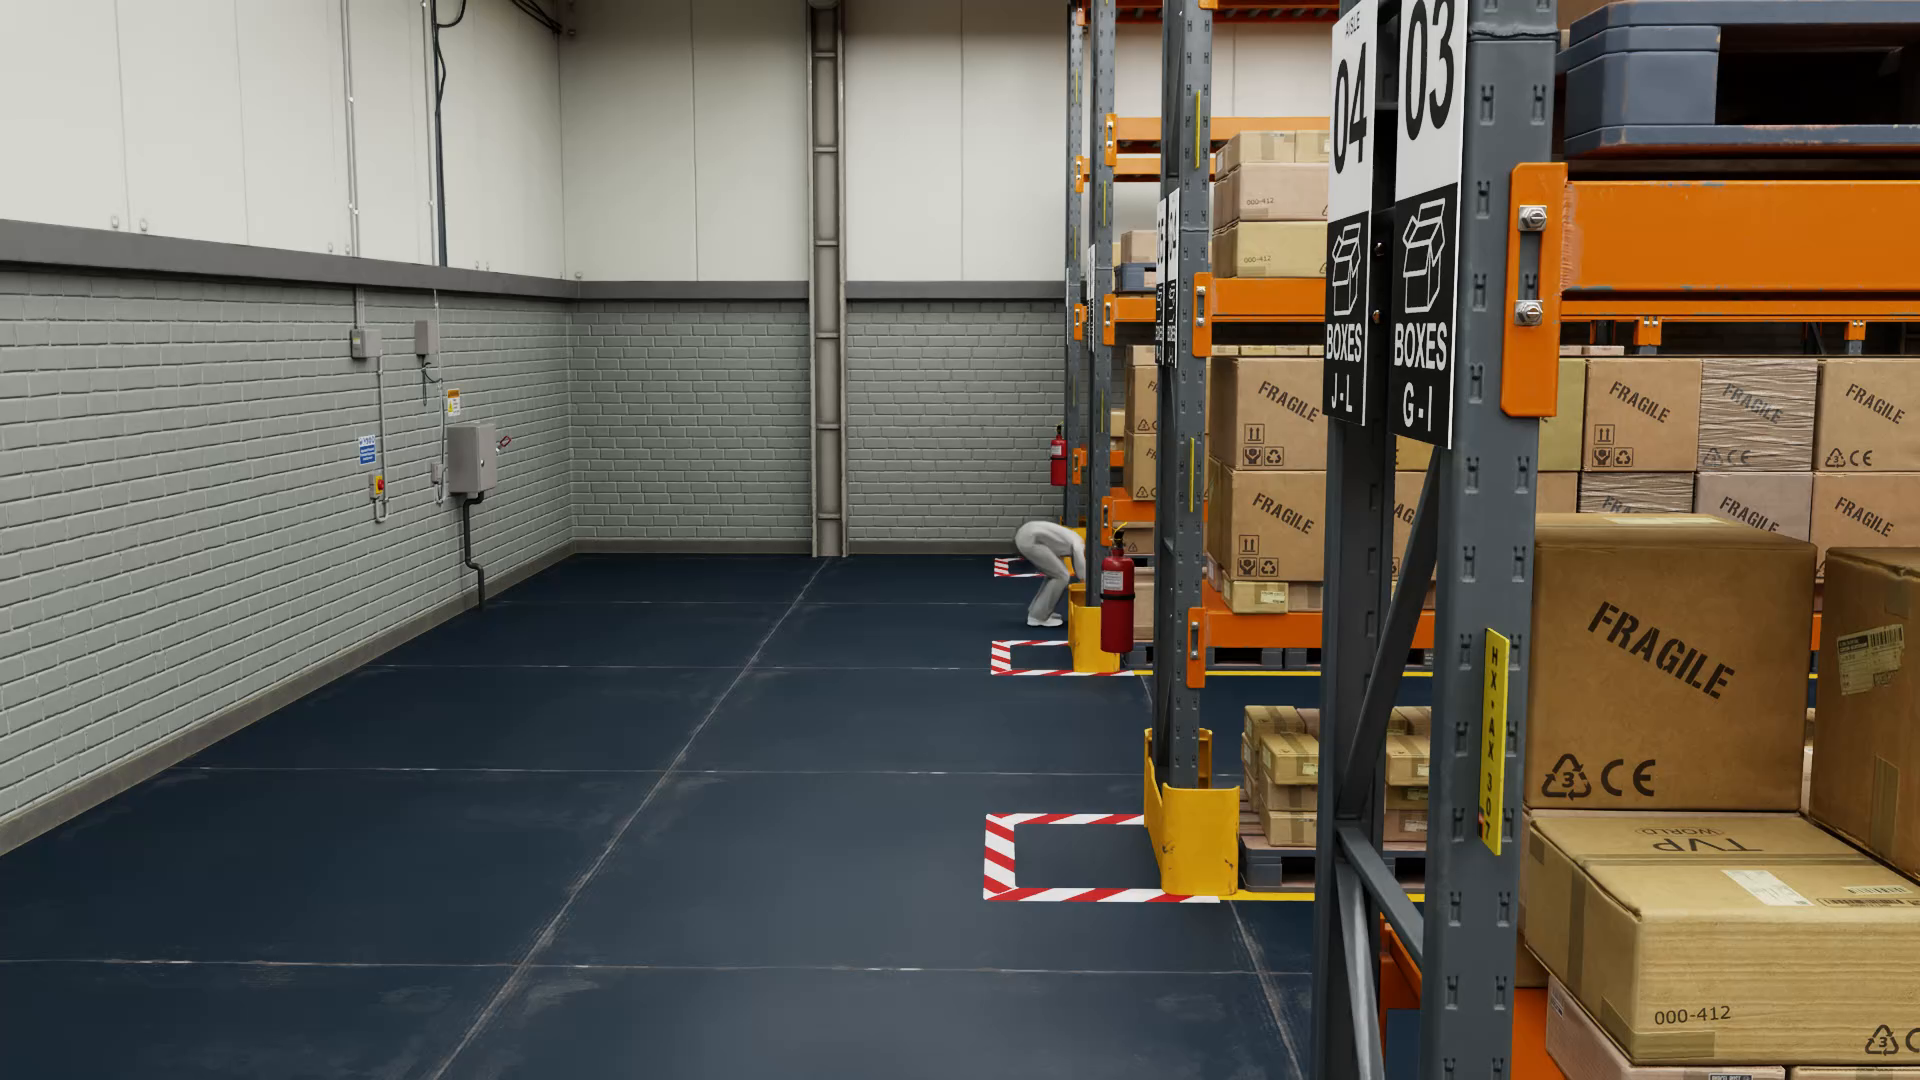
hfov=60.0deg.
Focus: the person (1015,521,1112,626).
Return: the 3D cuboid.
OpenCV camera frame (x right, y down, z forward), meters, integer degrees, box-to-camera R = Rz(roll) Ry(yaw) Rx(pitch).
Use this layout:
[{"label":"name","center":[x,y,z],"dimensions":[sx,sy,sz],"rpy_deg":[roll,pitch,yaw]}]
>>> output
[{"label":"person","center":[0.903,0.286,14.561],"dimensions":[0.848,0.907,0.468],"rpy_deg":[0,7,-2]}]
